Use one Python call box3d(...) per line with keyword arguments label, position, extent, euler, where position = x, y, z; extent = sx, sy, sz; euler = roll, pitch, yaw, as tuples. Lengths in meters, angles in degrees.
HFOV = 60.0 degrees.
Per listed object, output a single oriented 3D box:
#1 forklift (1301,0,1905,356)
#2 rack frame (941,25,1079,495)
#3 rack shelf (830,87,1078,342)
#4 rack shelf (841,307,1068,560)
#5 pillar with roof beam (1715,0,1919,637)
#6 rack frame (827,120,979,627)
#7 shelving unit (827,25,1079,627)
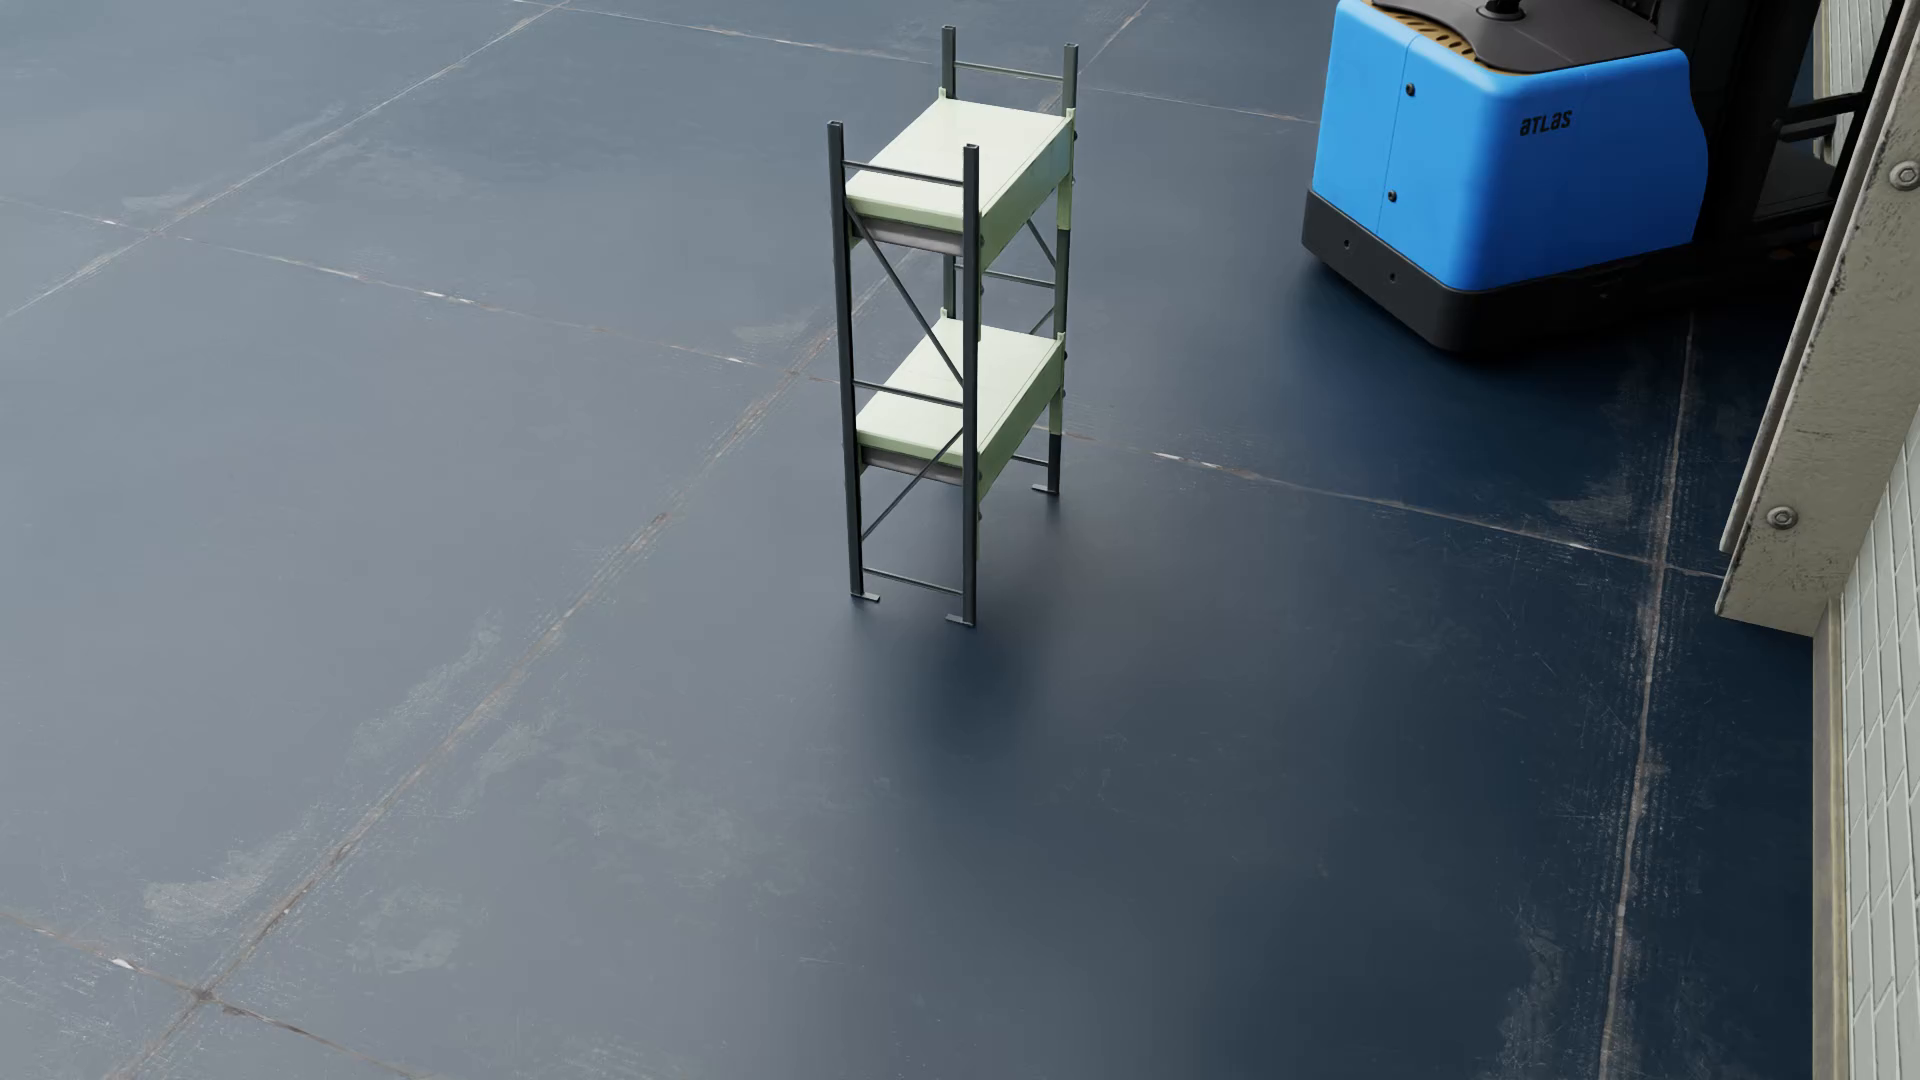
box3d(label="forklift", position=(2.948, -2.425, 6.047), extent=(3.031, 2.935, 1.130), euler=(-14, 39, -19))
box3d(label="rack frame", position=(0.137, -0.800, 5.067), extent=(0.400, 1.500, 0.023), euler=(14, 39, 18))
box3d(label="rack shelf", position=(-0.003, -0.910, 4.562), extent=(0.431, 0.370, 0.720), euler=(14, 39, 18))
box3d(label="rack shelf", position=(-0.003, -0.336, 4.991), extent=(0.431, 0.370, 0.720), euler=(14, 39, 18))
box3d(label="pillar with roof beam", position=(-1.515, -4.437, 3.670), extent=(9.100, 9.000, 0.400), euler=(14, 39, 18))
box3d(label="rack frame", position=(-0.142, -0.394, 4.525), extent=(0.400, 1.500, 0.023), euler=(14, 39, 18))
box3d(label="shelving unit", position=(-0.003, -0.597, 4.796), extent=(0.431, 1.500, 0.755), euler=(14, 39, 18))
